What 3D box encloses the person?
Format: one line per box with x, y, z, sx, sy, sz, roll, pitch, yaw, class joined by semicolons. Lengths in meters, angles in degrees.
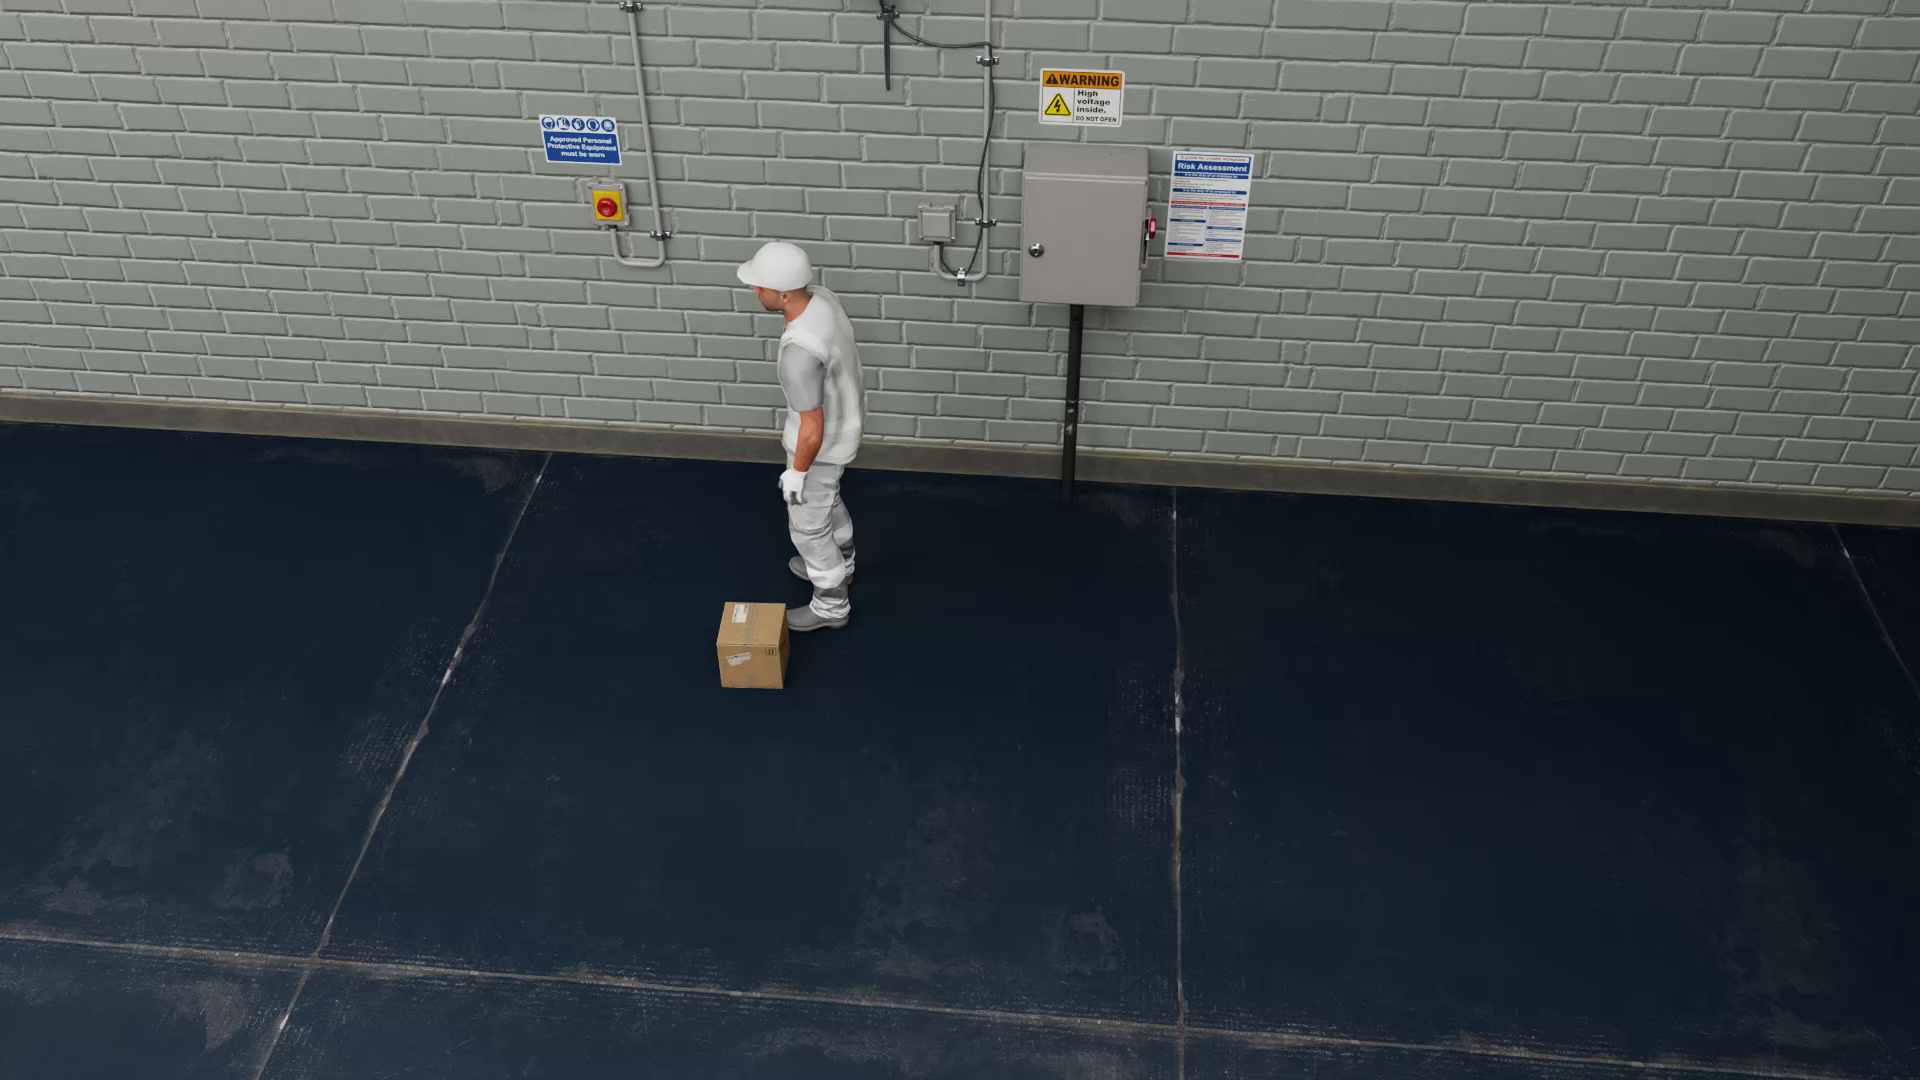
-0.597;-0.405;6.632;0.451;1.779;0.608;3;40;4;person
